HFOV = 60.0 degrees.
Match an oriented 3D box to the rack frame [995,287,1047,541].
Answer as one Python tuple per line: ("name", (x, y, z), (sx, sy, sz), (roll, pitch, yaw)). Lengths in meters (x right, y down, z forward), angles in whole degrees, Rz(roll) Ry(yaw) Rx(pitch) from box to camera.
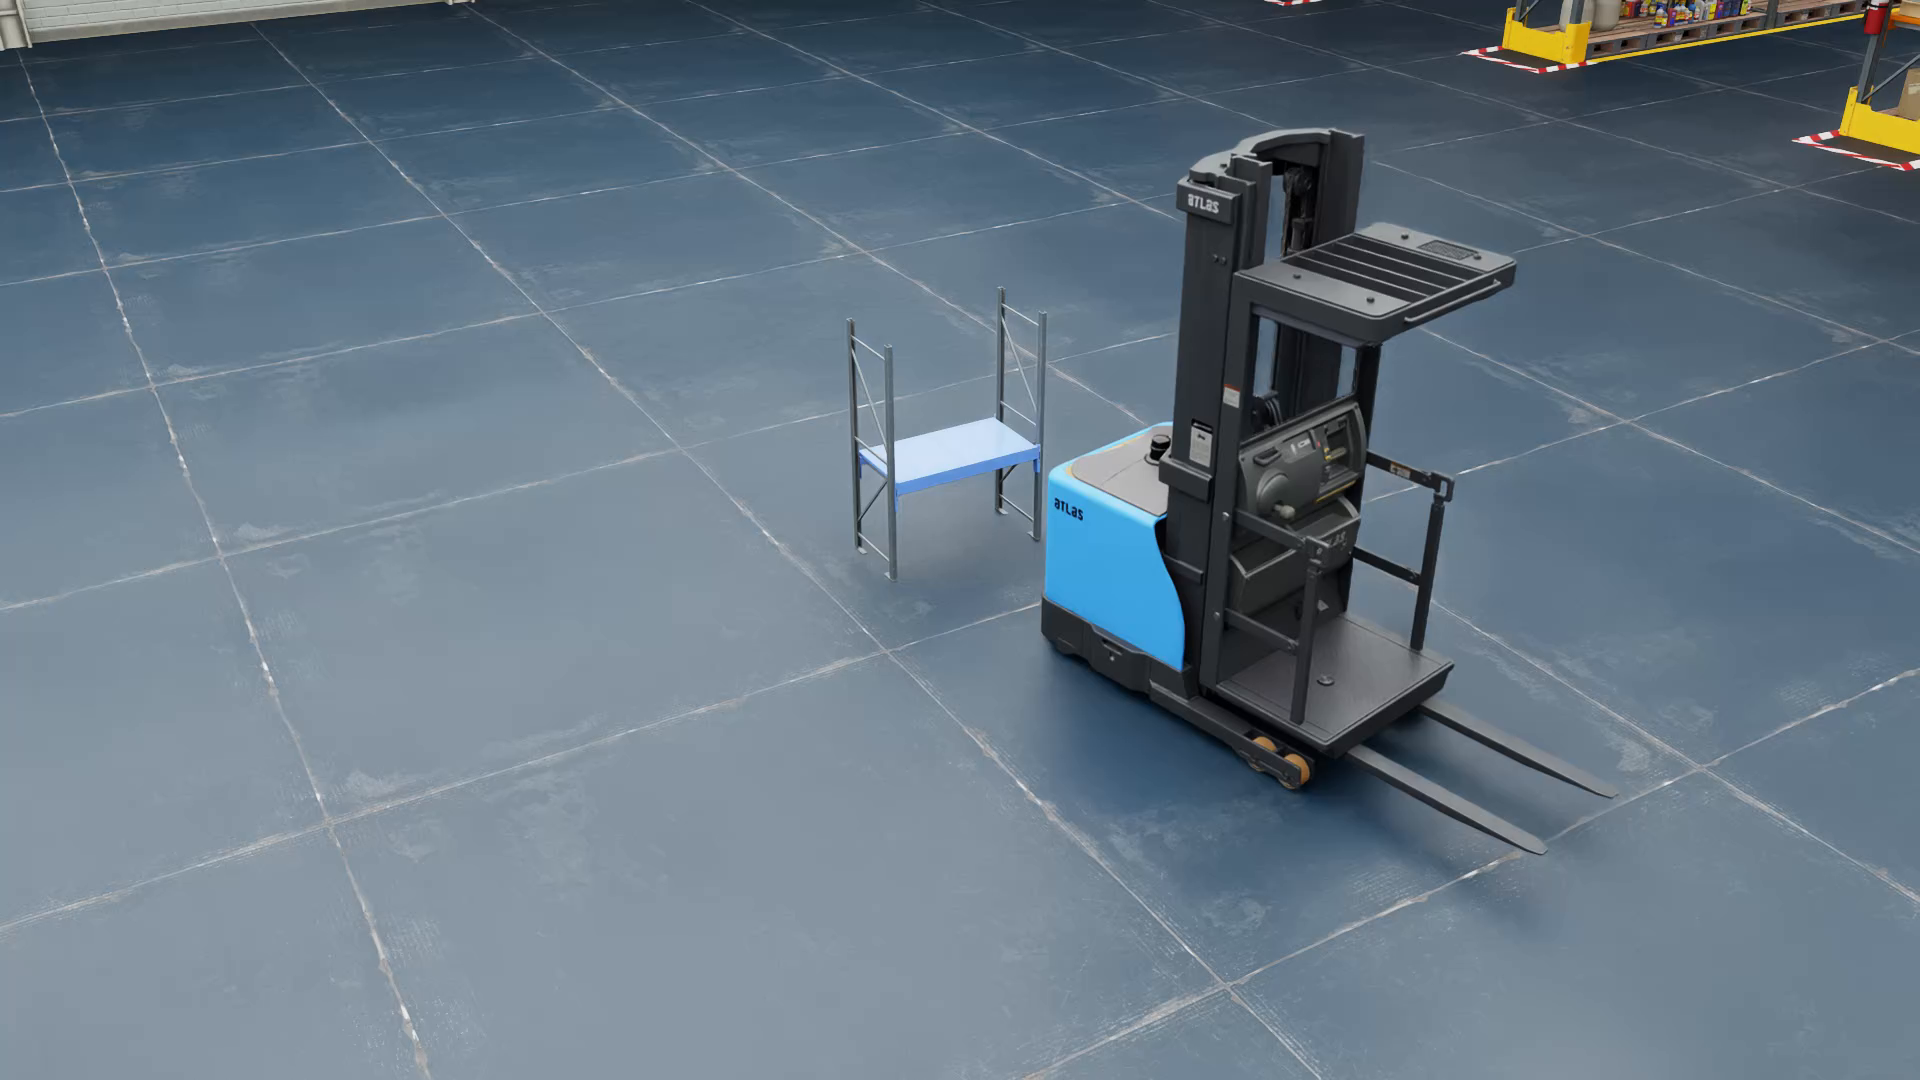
("rack frame", (0.365, -0.760, 10.173), (0.032, 1.500, 0.500), (-16, 33, -26))

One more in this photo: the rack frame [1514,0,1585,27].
("rack frame", (7.660, -7.700, 21.195), (0.127, 3.000, 1.000), (-16, 33, -26))

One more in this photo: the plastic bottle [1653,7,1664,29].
("plastic bottle", (9.381, -7.012, 22.317), (0.097, 0.271, 0.097), (0, 29, 0))

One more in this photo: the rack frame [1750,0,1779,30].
("rack frame", (11.109, -8.679, 22.970), (0.127, 3.000, 1.000), (-16, 33, -26))

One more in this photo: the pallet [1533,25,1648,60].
("pallet", (8.405, -6.713, 22.295), (1.213, 0.211, 1.003), (-16, 33, -26))

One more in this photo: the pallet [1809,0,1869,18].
("pallet", (12.819, -7.967, 24.566), (1.213, 0.211, 1.003), (-16, 33, -26))

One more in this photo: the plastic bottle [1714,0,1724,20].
("plastic bottle", (10.415, -7.300, 22.828), (0.133, 0.283, 0.061), (-14, 32, -23))

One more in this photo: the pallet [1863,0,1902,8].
("pallet", (13.870, -8.263, 25.103), (1.213, 0.211, 1.003), (-16, 33, -26))

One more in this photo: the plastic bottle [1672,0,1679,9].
("plastic bottle", (10.040, -7.641, 23.375), (0.185, 0.351, 0.144), (-17, 33, -28))

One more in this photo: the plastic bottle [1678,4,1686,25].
("plastic bottle", (9.763, -7.120, 22.514), (0.097, 0.271, 0.097), (0, 29, 0))

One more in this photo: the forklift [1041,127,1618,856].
("forklift", (1.811, -0.345, 7.939), (1.130, 2.935, 3.031), (-24, 37, -36))

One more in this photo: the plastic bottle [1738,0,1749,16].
("plastic bottle", (10.861, -7.427, 23.057), (0.133, 0.283, 0.061), (-14, 32, -24))

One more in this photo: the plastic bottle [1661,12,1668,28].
("plastic bottle", (9.471, -7.006, 22.380), (0.097, 0.201, 0.097), (0, 29, 0))

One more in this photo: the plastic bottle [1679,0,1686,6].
("plastic bottle", (10.139, -7.566, 23.322), (0.097, 0.271, 0.097), (0, 29, 0))

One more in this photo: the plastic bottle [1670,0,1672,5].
("plastic bottle", (9.932, -7.554, 23.301), (0.097, 0.271, 0.097), (0, 29, 0))

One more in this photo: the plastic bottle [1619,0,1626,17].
("plastic bottle", (9.113, -7.371, 22.957), (0.133, 0.283, 0.061), (-15, 32, -25))

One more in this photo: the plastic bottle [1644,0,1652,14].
("plastic bottle", (9.513, -7.491, 23.104), (0.185, 0.351, 0.144), (-14, 32, -24))

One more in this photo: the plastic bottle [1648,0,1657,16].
("plastic bottle", (9.612, -7.386, 23.068), (0.097, 0.201, 0.097), (0, 29, 0))

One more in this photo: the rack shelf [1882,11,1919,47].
("rack shelf", (11.894, -5.811, 18.518), (4.000, 0.370, 1.077), (-16, 33, -26))

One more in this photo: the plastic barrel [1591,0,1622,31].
("plastic barrel", (8.621, -7.110, 22.267), (0.421, 0.512, 0.421), (0, 29, 0))

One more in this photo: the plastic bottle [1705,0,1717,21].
("plastic bottle", (10.256, -7.308, 22.772), (0.185, 0.351, 0.144), (-16, 33, -27))

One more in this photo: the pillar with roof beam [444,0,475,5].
("pillar with roof beam", (-5.359, -10.254, 19.615), (0.400, 9.000, 9.100), (-16, 33, -26))

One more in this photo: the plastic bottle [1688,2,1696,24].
("plastic bottle", (9.938, -7.170, 22.604), (0.097, 0.271, 0.097), (0, 29, 0))

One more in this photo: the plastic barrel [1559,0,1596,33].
("plastic barrel", (8.189, -6.987, 22.045), (0.421, 0.512, 0.421), (0, 29, 0))

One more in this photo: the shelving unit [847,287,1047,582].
("shelving unit", (-0.074, -0.636, 9.948), (1.048, 1.500, 0.538), (-16, 33, -26))

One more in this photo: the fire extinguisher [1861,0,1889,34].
("fire extinguisher", (9.837, -5.766, 17.772), (0.183, 0.674, 0.296), (-16, 33, -26))

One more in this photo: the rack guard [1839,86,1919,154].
("rack guard", (10.235, -4.560, 18.094), (0.348, 0.500, 1.175), (-16, 33, -26))

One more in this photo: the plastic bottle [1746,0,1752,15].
("plastic bottle", (10.954, -7.427, 23.143), (0.097, 0.201, 0.097), (0, 29, 0))

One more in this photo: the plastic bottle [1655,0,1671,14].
("plastic bottle", (9.770, -7.448, 23.104), (0.135, 0.276, 0.152), (-16, 33, -26))

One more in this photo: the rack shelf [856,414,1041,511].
("rack shelf", (-0.074, -0.478, 10.035), (1.000, 0.185, 0.538), (-16, 33, -26))

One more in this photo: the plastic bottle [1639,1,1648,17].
("plastic bottle", (9.452, -7.336, 22.978), (0.097, 0.201, 0.097), (0, 29, 0))

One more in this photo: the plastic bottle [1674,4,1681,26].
("plastic bottle", (9.677, -7.096, 22.469), (0.097, 0.271, 0.097), (0, 29, 0))

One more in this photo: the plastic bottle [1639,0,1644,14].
("plastic bottle", (9.372, -7.416, 23.045), (0.135, 0.276, 0.152), (-17, 33, -28))

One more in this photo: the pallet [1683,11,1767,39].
("pallet", (10.509, -7.311, 23.377), (1.213, 0.211, 1.003), (-16, 33, -26))

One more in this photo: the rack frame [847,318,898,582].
("rack frame", (-0.512, -0.511, 9.723), (0.032, 1.500, 0.500), (-16, 33, -26))

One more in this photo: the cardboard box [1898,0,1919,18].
("cardboard box", (10.311, -5.682, 17.800), (0.250, 0.149, 0.380), (-16, 33, -26))

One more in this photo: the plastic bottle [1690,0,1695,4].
("plastic bottle", (10.059, -7.284, 22.799), (0.133, 0.283, 0.061), (-16, 33, -26))

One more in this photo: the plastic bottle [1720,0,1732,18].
("plastic bottle", (10.534, -7.387, 22.915), (0.185, 0.351, 0.144), (-18, 33, -29))

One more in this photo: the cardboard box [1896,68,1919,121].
("cardboard box", (10.716, -4.872, 18.224), (0.500, 0.500, 0.500), (-10, 30, -17))

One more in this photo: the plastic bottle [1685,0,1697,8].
("plastic bottle", (10.276, -7.627, 23.350), (0.185, 0.351, 0.144), (-16, 33, -26))

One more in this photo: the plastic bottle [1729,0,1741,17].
("plastic bottle", (10.700, -7.434, 23.000), (0.185, 0.351, 0.144), (-17, 33, -28))

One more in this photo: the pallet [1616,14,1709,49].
("pallet", (9.456, -7.010, 22.832), (1.213, 0.211, 1.003), (-16, 33, -26))

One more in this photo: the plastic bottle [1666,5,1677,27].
("plastic bottle", (9.586, -7.065, 22.401), (0.133, 0.283, 0.061), (-15, 32, -26))

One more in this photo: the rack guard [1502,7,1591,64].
("rack guard", (7.702, -6.643, 21.869), (0.348, 0.500, 1.175), (-16, 33, -26))

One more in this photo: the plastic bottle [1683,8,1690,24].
("plastic bottle", (9.849, -7.114, 22.575), (0.097, 0.201, 0.097), (0, 29, 0))

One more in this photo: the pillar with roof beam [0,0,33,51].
("pillar with roof beam", (-10.532, -8.785, 16.954), (0.400, 9.000, 9.100), (-16, 33, -26))

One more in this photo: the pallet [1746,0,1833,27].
("pallet", (11.766, -7.666, 24.021), (1.213, 0.211, 1.003), (-16, 33, -26))

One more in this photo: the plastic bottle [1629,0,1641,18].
("plastic bottle", (9.307, -7.341, 22.902), (0.133, 0.283, 0.061), (-16, 33, -26))

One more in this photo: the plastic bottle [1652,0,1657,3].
("plastic bottle", (9.674, -7.537, 23.186), (0.185, 0.351, 0.144), (-16, 33, -27))

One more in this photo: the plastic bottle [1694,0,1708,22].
("plastic bottle", (10.114, -7.237, 22.721), (0.135, 0.276, 0.152), (-15, 32, -25))

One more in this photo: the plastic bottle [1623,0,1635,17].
("plastic bottle", (9.253, -7.382, 22.984), (0.135, 0.276, 0.152), (-16, 33, -26))

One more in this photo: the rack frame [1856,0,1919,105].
("rack frame", (10.170, -5.636, 17.457), (0.127, 3.000, 1.000), (-16, 33, -26))

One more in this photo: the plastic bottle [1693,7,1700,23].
("plastic bottle", (10.026, -7.164, 22.666), (0.097, 0.201, 0.097), (0, 29, 0))

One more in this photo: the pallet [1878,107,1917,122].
("pallet", (10.953, -4.618, 18.498), (1.213, 0.211, 1.003), (-16, 33, -26))
